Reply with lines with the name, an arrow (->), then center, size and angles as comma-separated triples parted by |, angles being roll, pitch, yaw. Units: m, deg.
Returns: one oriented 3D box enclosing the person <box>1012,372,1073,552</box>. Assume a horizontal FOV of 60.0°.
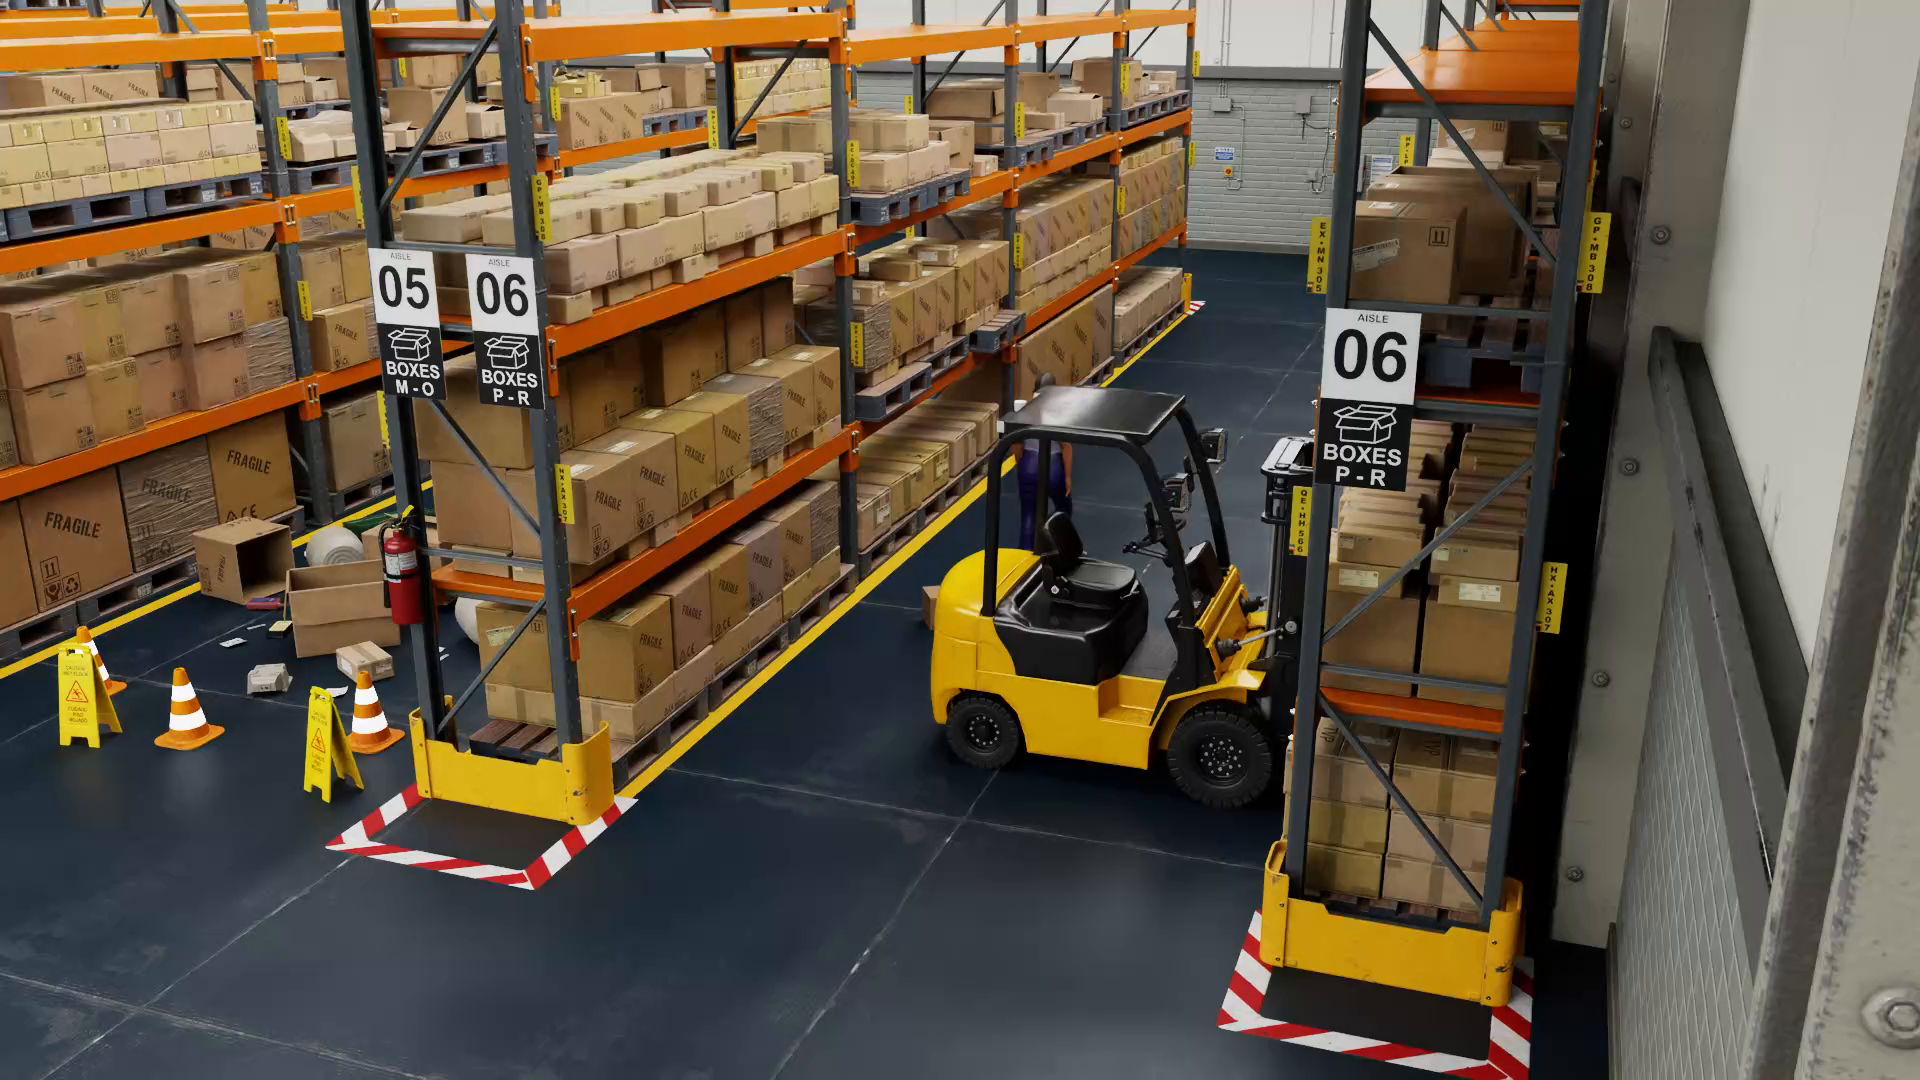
person -> 0.660, -0.495, 13.141 | 0.501, 1.691, 0.694 | 5, 19, 13
